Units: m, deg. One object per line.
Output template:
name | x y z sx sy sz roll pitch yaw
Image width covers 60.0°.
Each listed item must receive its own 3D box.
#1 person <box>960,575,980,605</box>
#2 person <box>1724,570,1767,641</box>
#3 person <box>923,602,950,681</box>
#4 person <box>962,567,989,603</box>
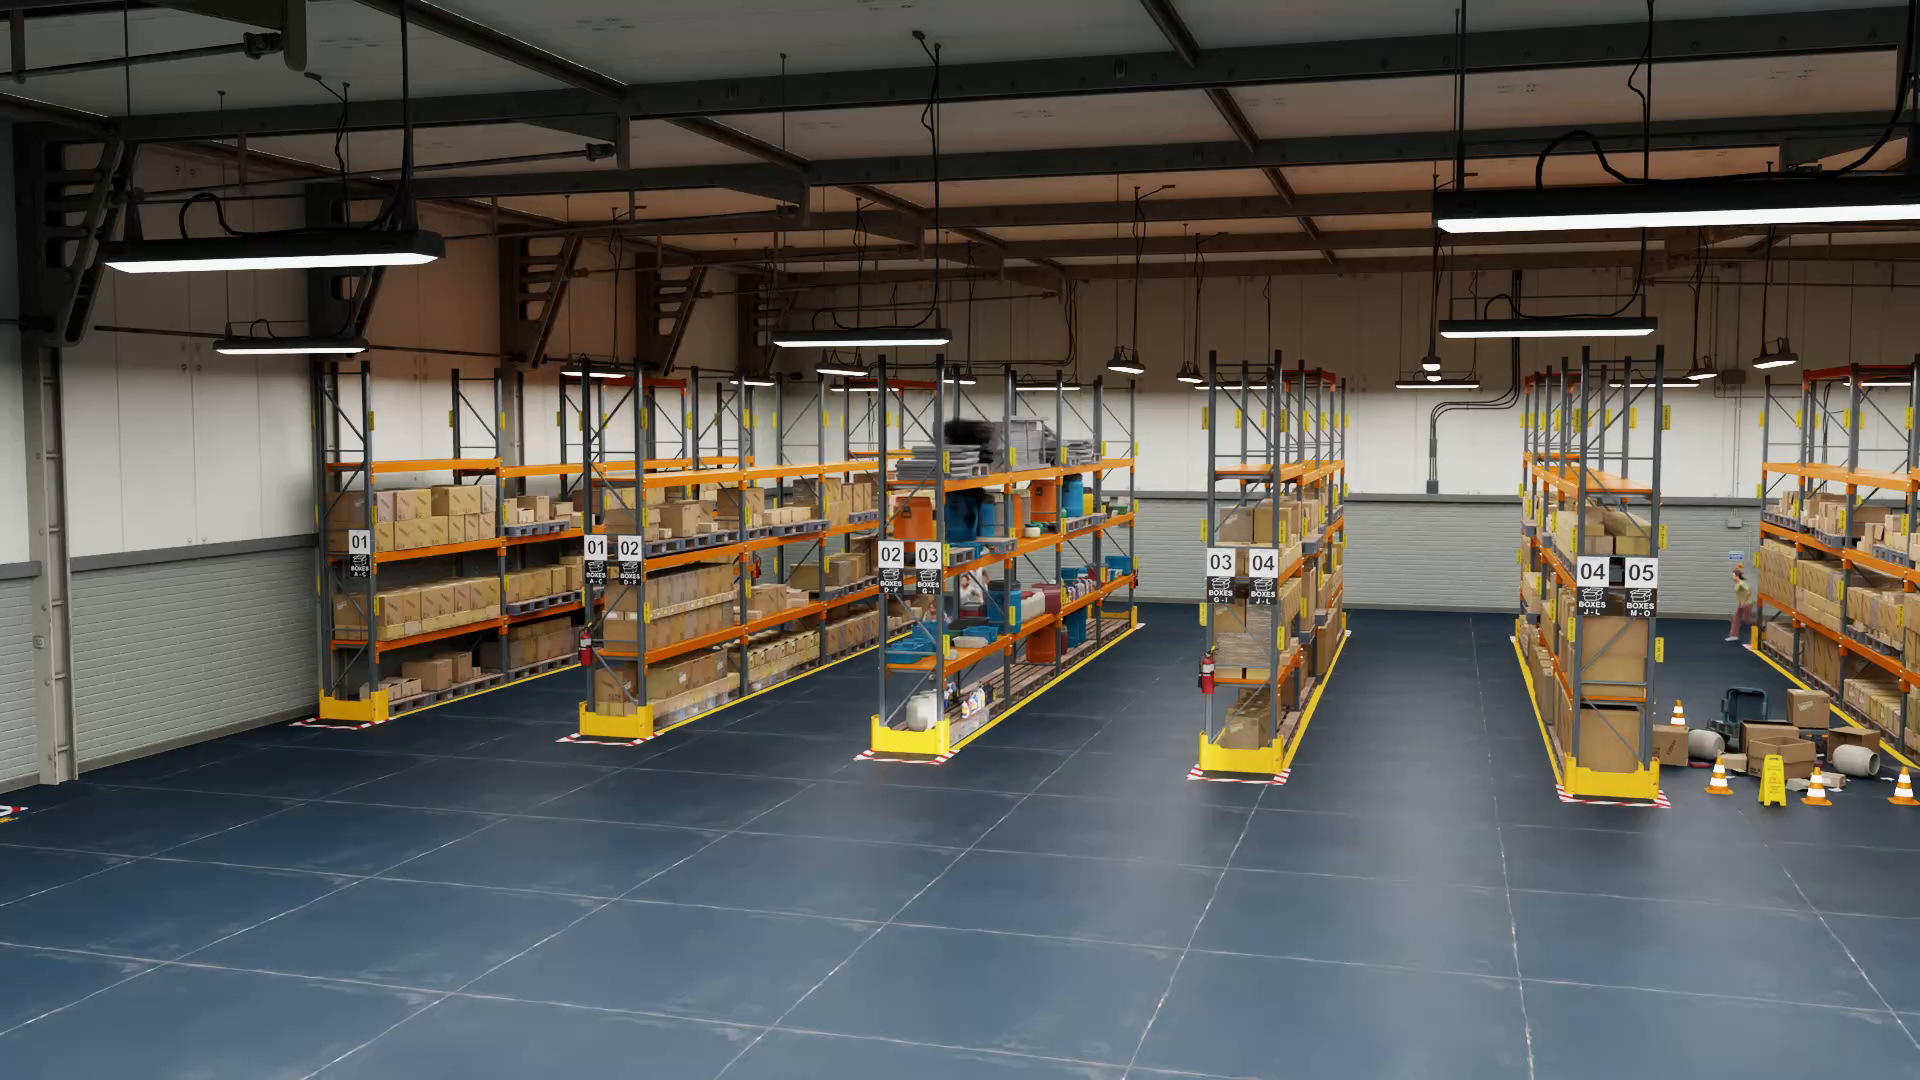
person | 0.127 1.604 35.945 0.523 1.710 0.818 1 4 19
person | 17.917 1.502 37.782 0.981 1.628 0.566 1 4 17
person | -0.455 1.939 32.468 0.550 1.553 0.862 1 4 10
person | 0.347 1.273 39.772 0.646 1.830 0.750 0 4 6
